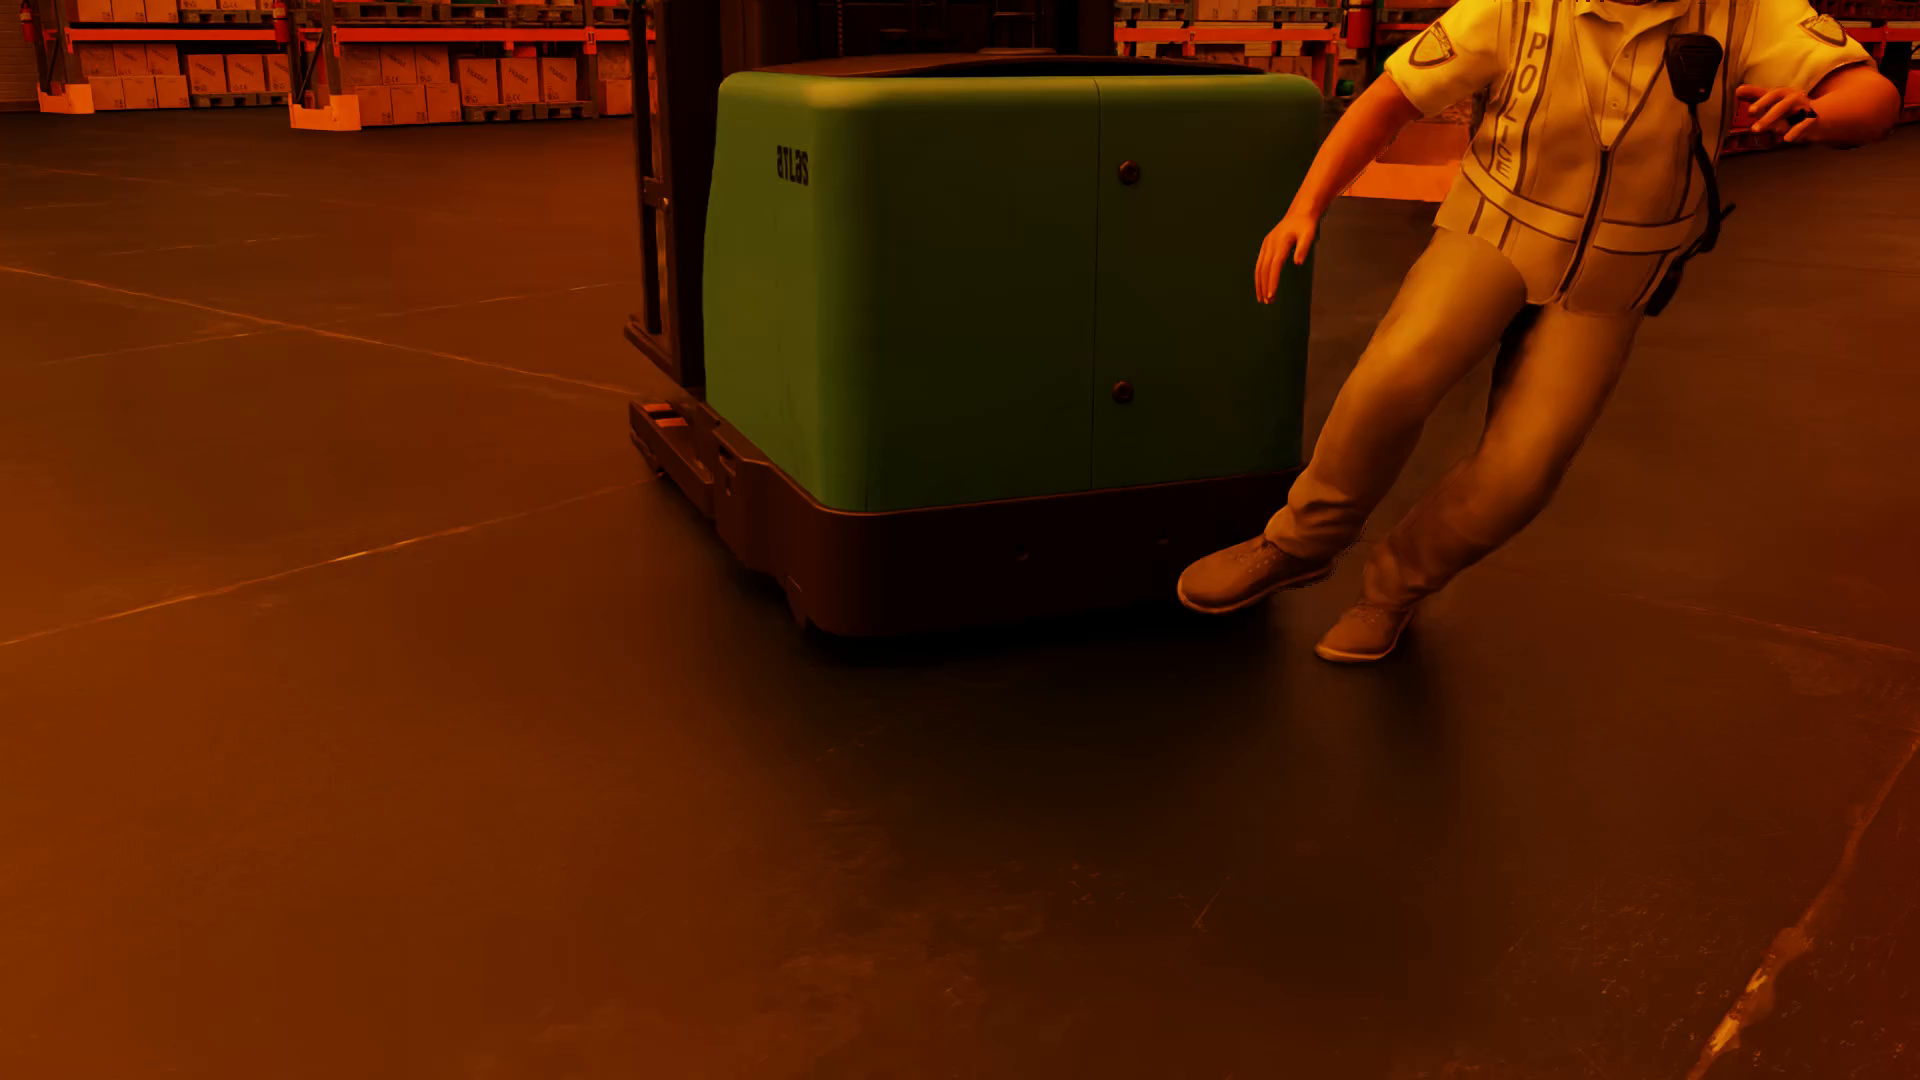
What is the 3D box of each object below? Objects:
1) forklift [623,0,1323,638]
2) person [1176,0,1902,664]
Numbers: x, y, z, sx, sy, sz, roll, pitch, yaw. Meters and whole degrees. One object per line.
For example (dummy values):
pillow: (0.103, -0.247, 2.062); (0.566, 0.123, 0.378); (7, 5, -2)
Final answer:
forklift: (-0.287, -1.607, 4.189); (1.130, 2.935, 3.031); (-6, 18, -20)
person: (0.937, -0.443, 2.860); (1.080, 1.516, 0.951); (2, 17, 8)
